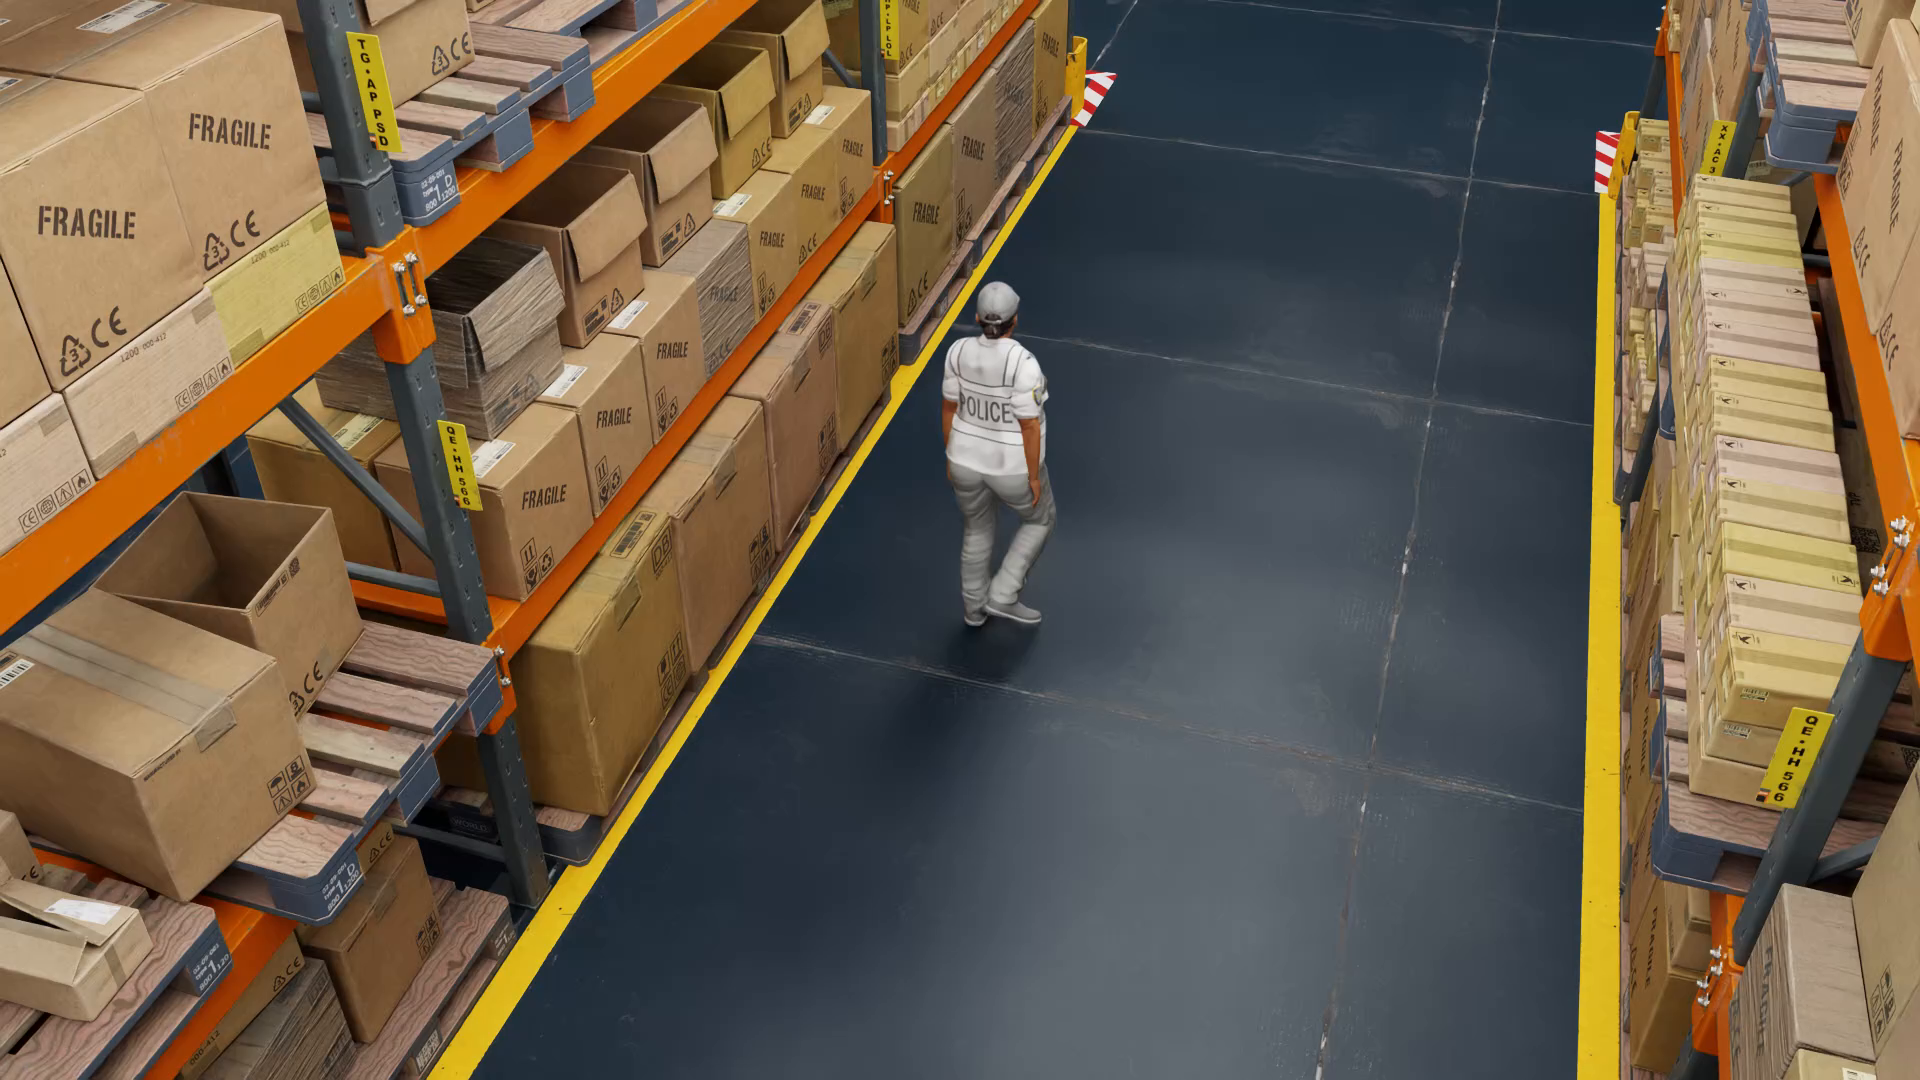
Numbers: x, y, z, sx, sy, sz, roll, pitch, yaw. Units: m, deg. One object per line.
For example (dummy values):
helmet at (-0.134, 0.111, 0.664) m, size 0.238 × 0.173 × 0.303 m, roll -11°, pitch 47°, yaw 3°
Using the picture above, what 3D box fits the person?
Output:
person at (0.163, -0.335, 7.316) m, size 0.550 × 1.654 × 0.534 m, roll 17°, pitch 41°, yaw 21°
